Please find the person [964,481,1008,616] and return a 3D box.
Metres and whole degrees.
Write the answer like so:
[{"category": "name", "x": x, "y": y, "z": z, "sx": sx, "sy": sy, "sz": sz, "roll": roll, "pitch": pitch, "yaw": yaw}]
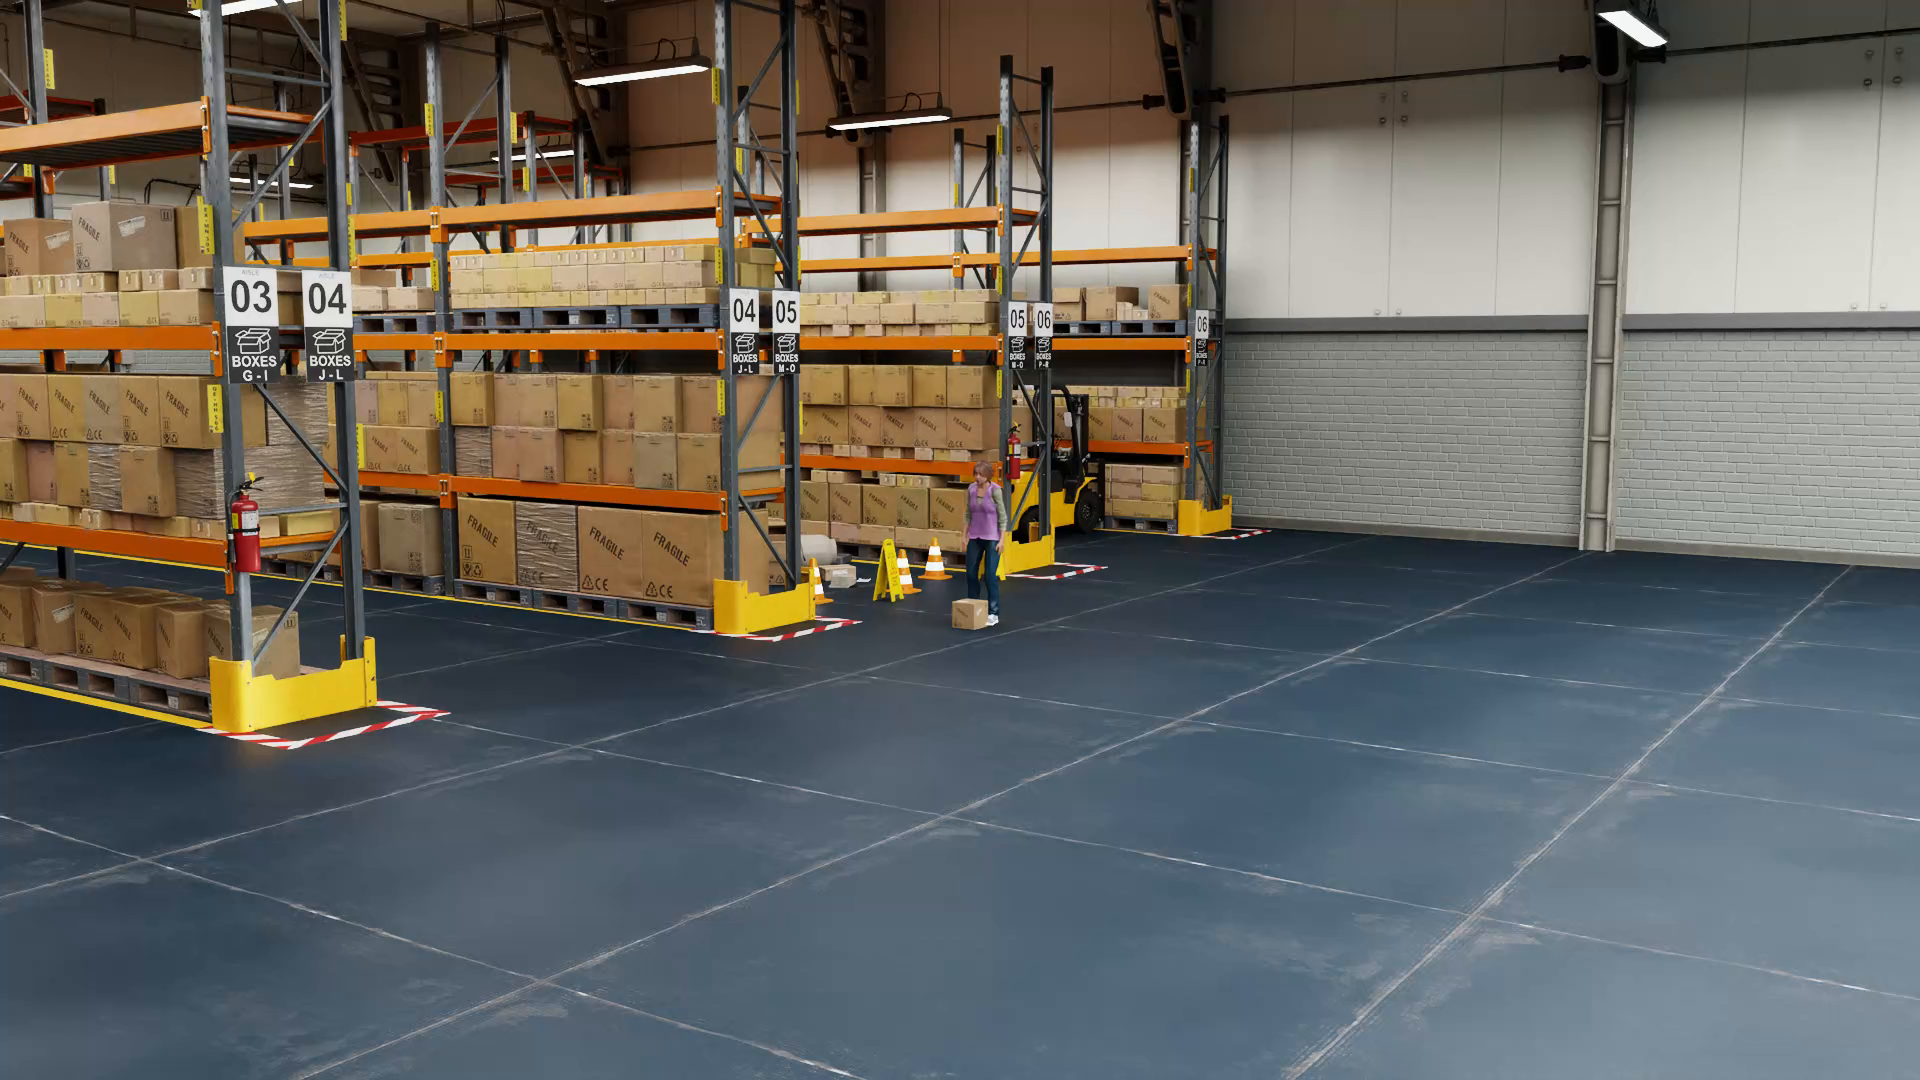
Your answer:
[{"category": "person", "x": 0.250, "y": 0.085, "z": 16.057, "sx": 0.465, "sy": 1.327, "sz": 0.291, "roll": 4, "pitch": 8, "yaw": 30}]
